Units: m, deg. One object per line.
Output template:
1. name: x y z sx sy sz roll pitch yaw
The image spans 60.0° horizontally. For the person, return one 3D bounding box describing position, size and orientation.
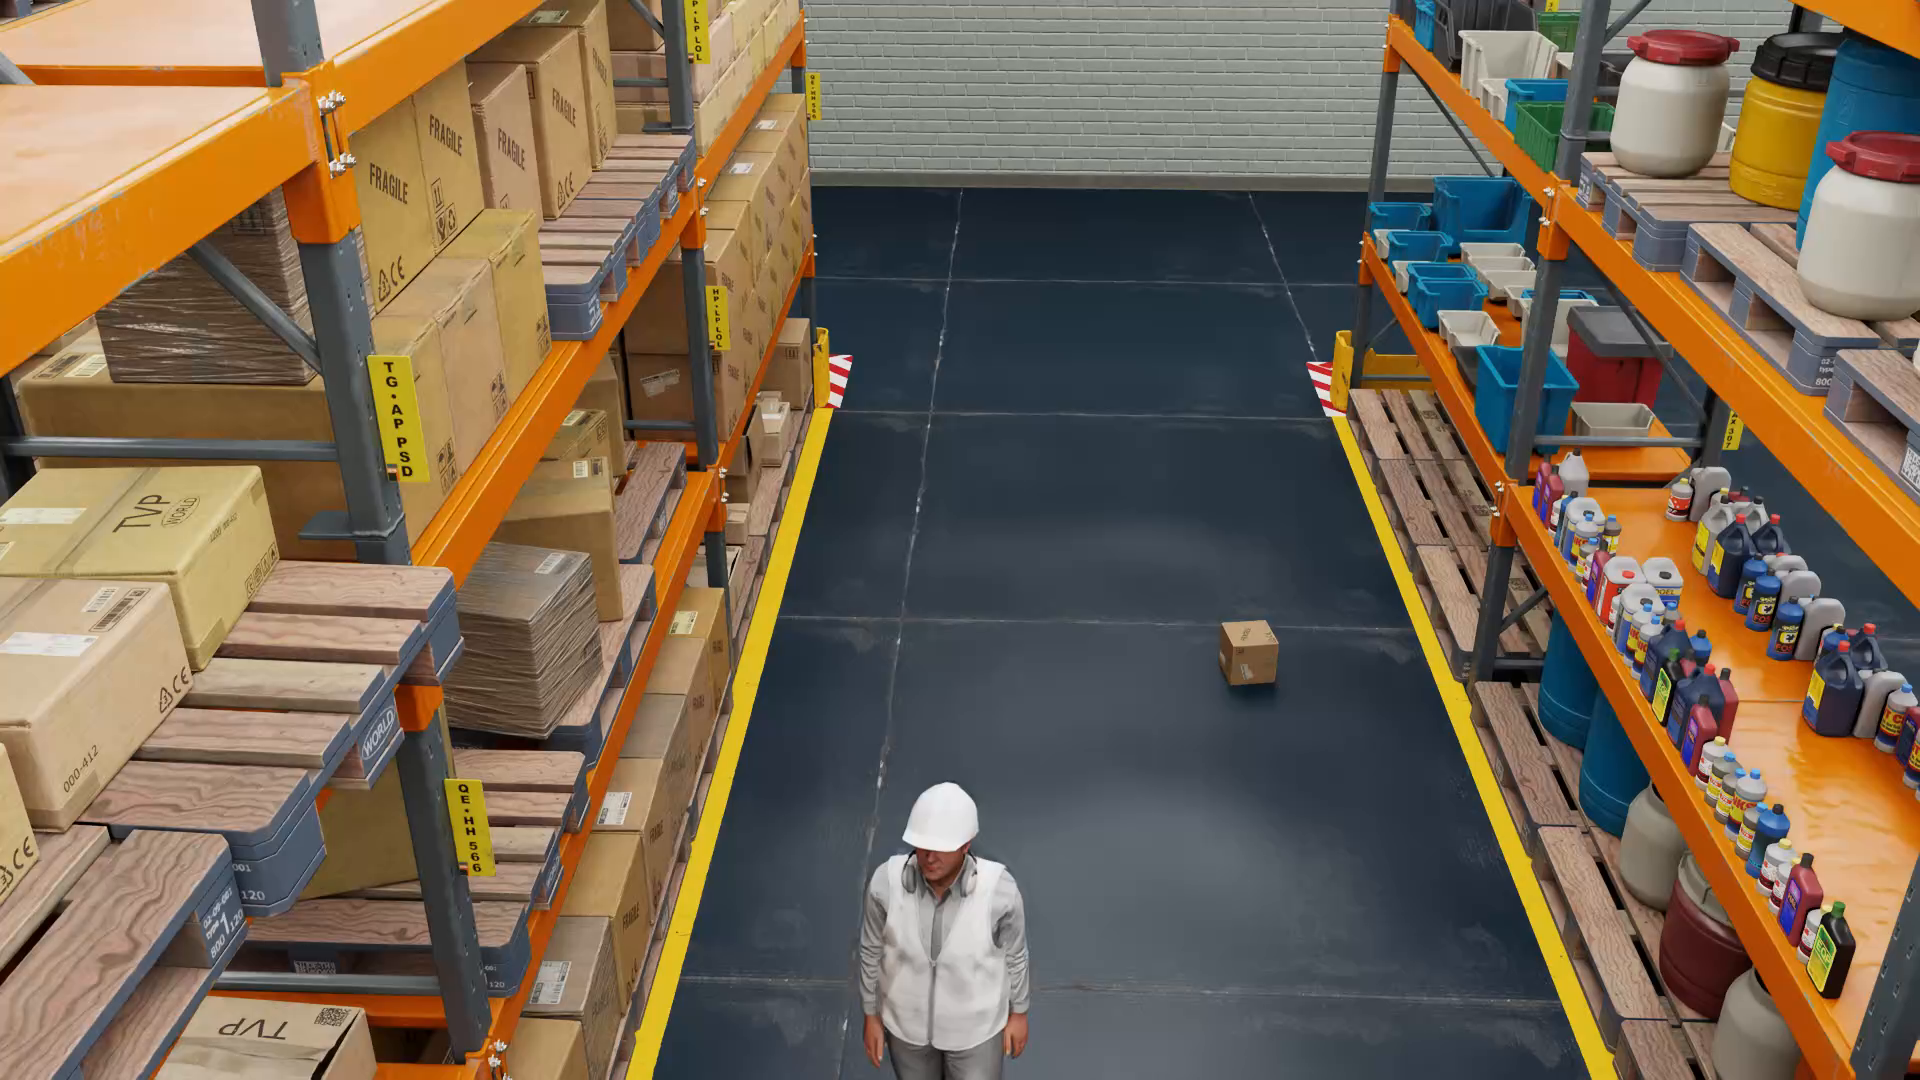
1. person: -0.064 1.678 5.533 0.450 1.474 0.477 6 28 11
